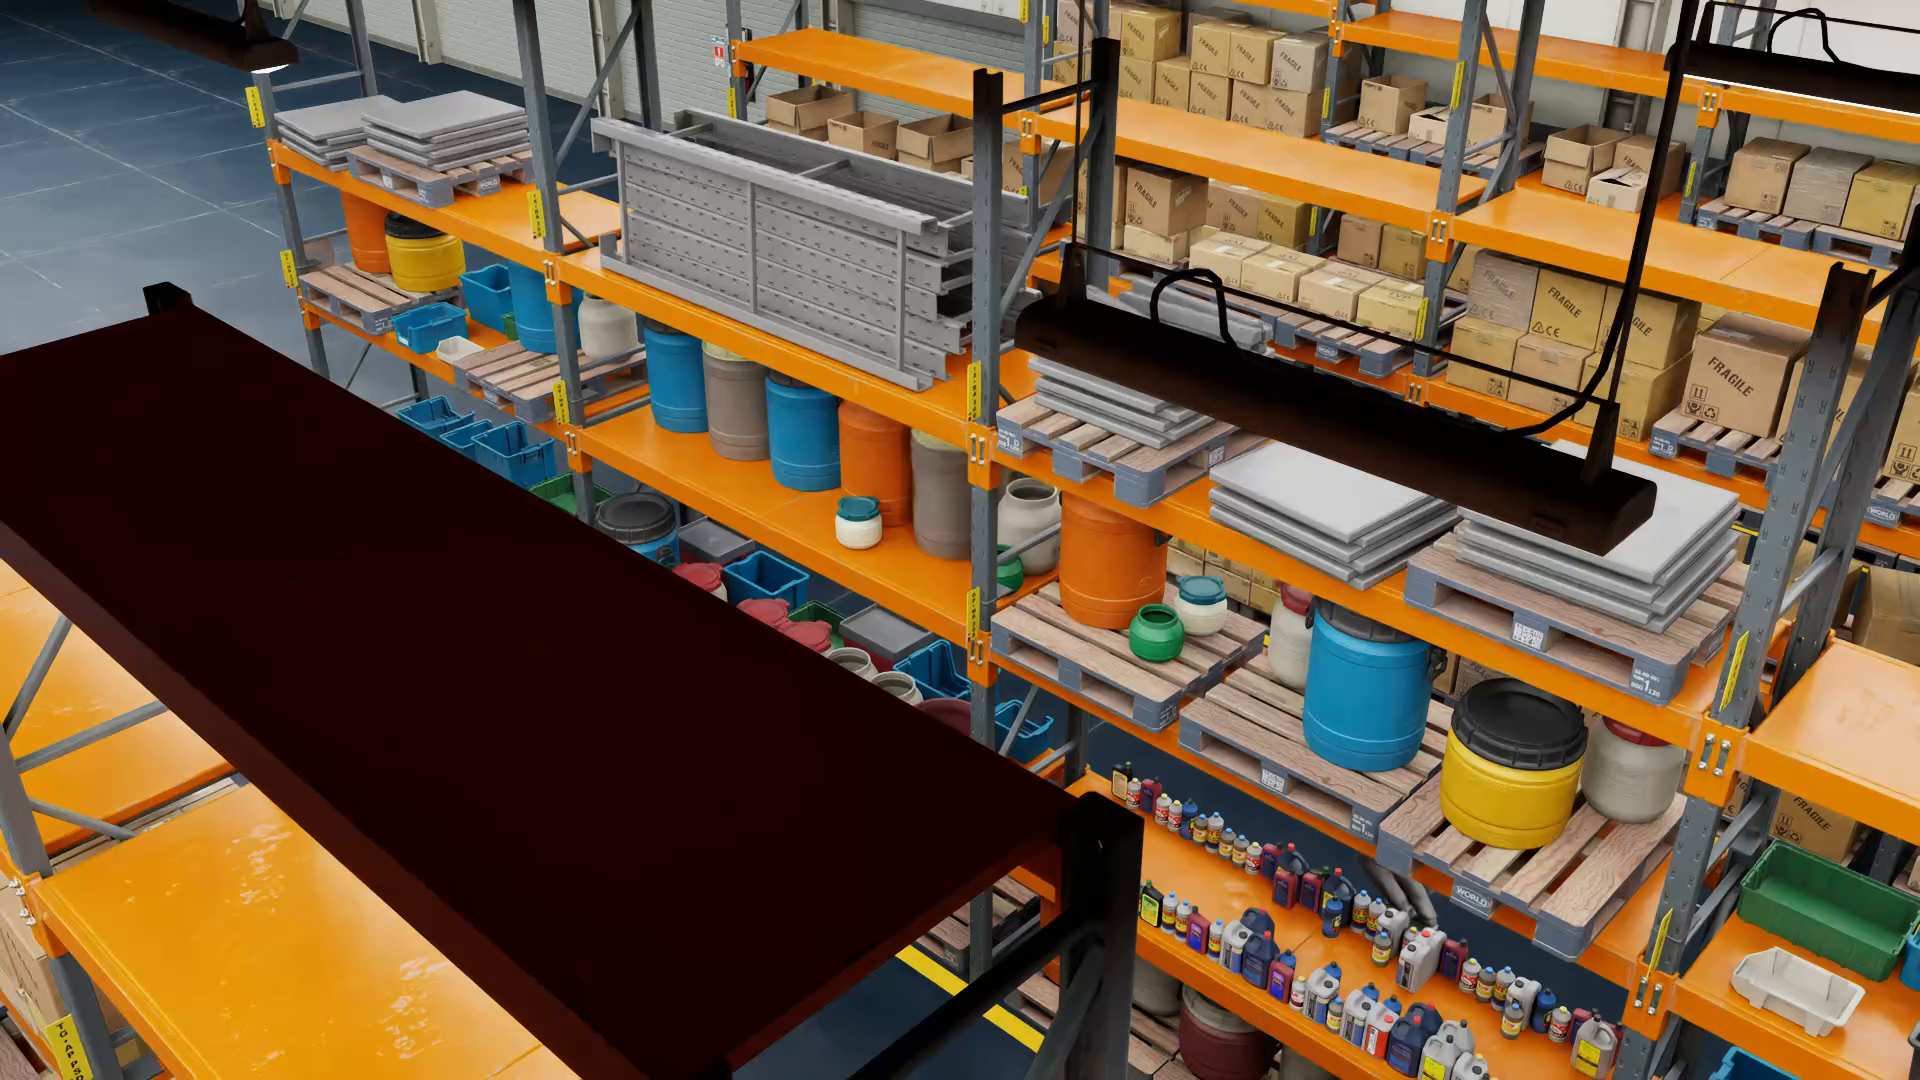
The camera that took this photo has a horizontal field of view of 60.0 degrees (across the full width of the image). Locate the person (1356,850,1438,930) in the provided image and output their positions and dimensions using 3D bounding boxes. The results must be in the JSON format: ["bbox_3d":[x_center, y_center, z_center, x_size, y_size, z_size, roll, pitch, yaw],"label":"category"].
[{"bbox_3d":[2.929,1.896,10.965,0.571,1.606,0.743,-18,34,-29],"label":"person"}]
